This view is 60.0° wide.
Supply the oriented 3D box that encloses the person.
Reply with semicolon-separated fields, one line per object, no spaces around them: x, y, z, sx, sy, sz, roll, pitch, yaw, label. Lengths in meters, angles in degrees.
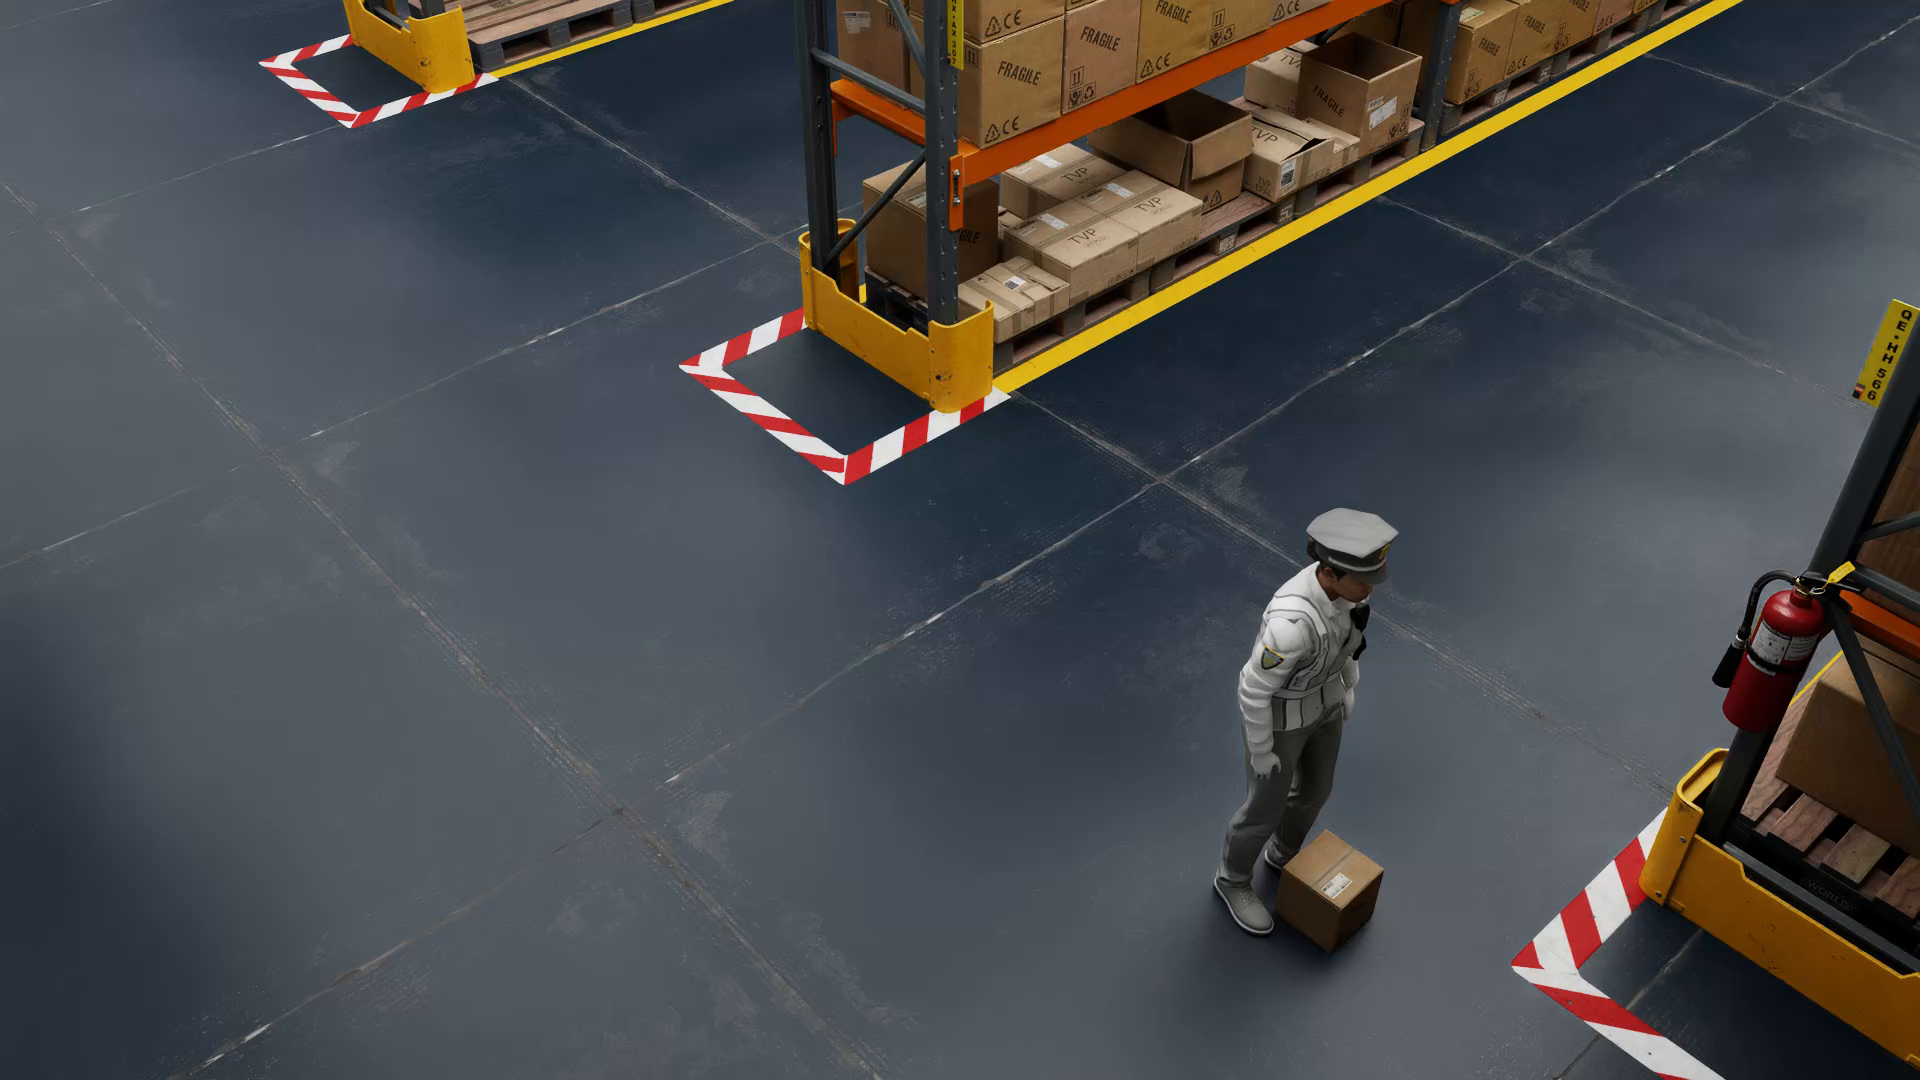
1.126;0.581;5.462;0.529;1.664;0.404;-31;49;-31;person
